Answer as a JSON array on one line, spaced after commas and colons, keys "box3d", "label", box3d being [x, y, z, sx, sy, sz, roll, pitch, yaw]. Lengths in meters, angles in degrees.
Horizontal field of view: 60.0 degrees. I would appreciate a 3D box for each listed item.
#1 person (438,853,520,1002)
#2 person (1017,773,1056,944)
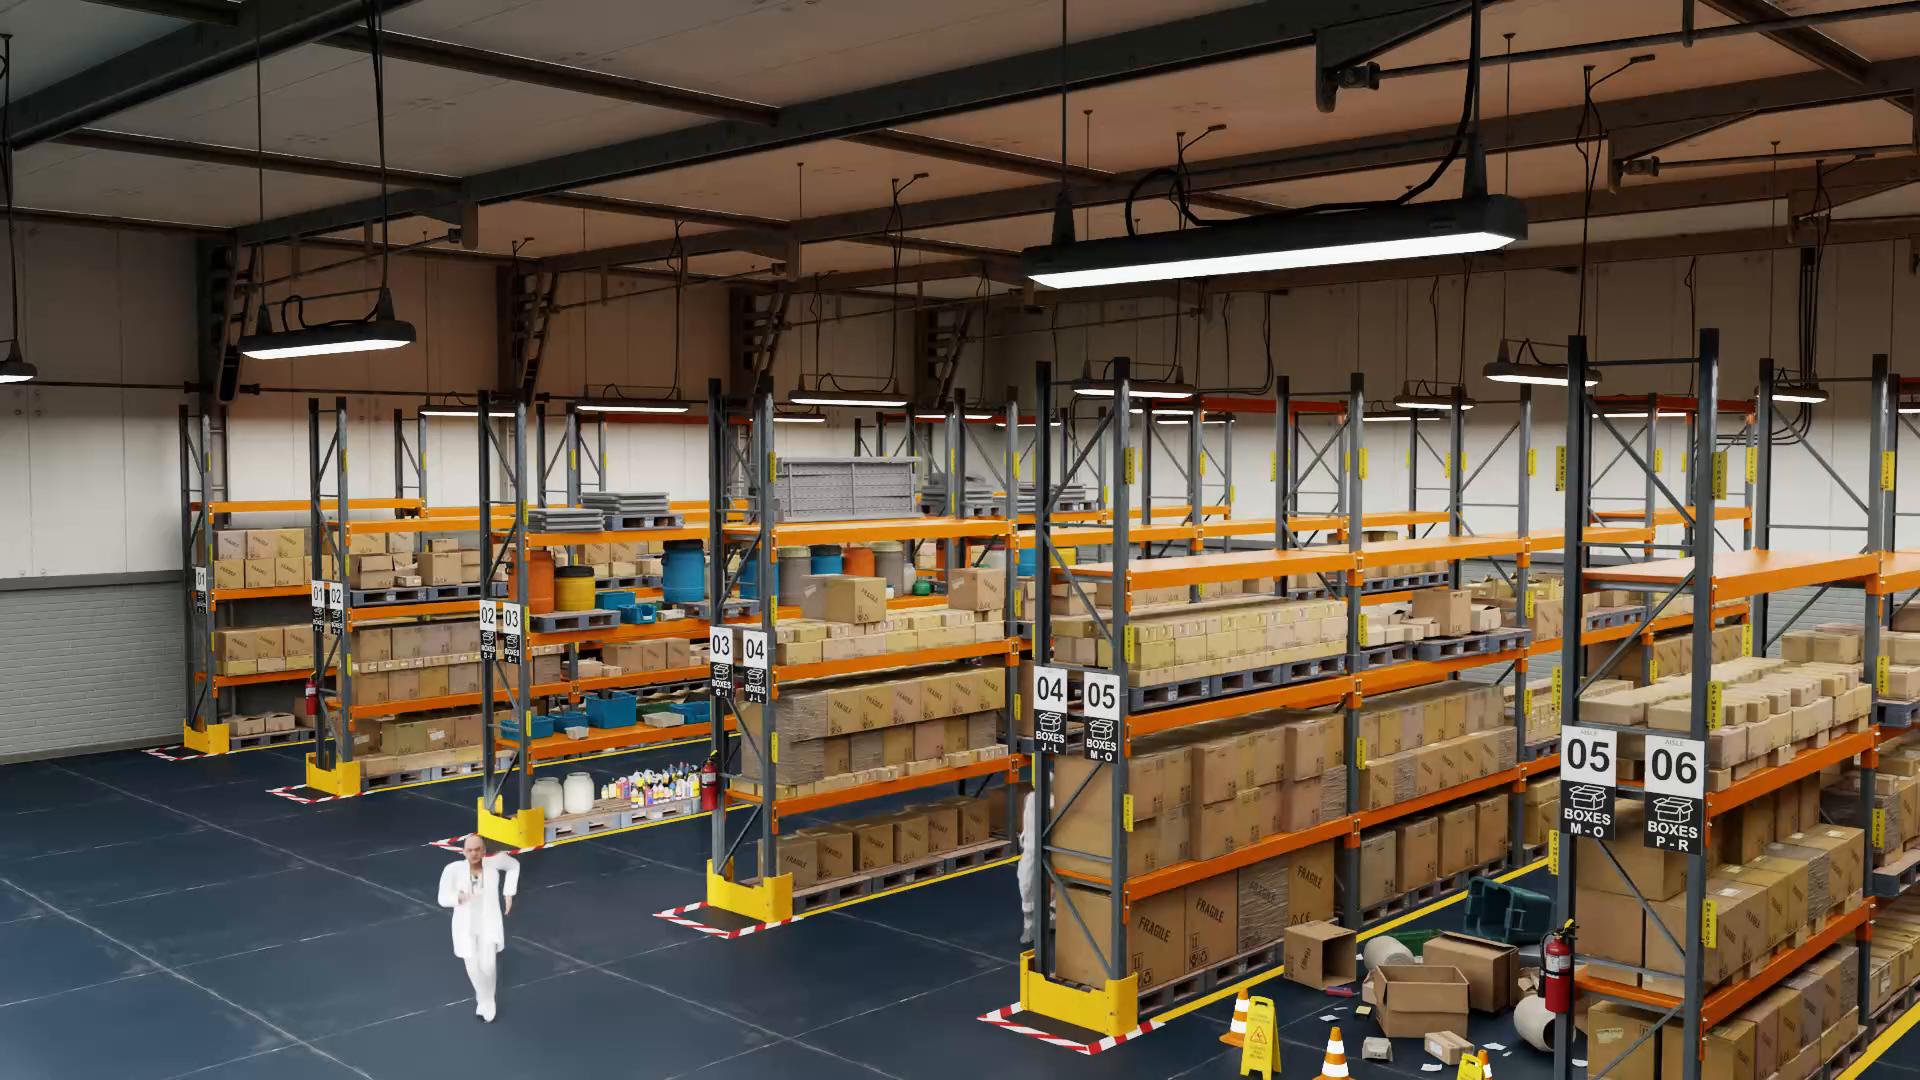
[{"box3d": [-4.333, 3.534, 15.020, 0.673, 1.445, 0.756, 0, 3, -9], "label": "person"}, {"box3d": [0.880, 3.344, 17.678, 0.611, 1.845, 0.726, 2, 3, 29], "label": "person"}]
